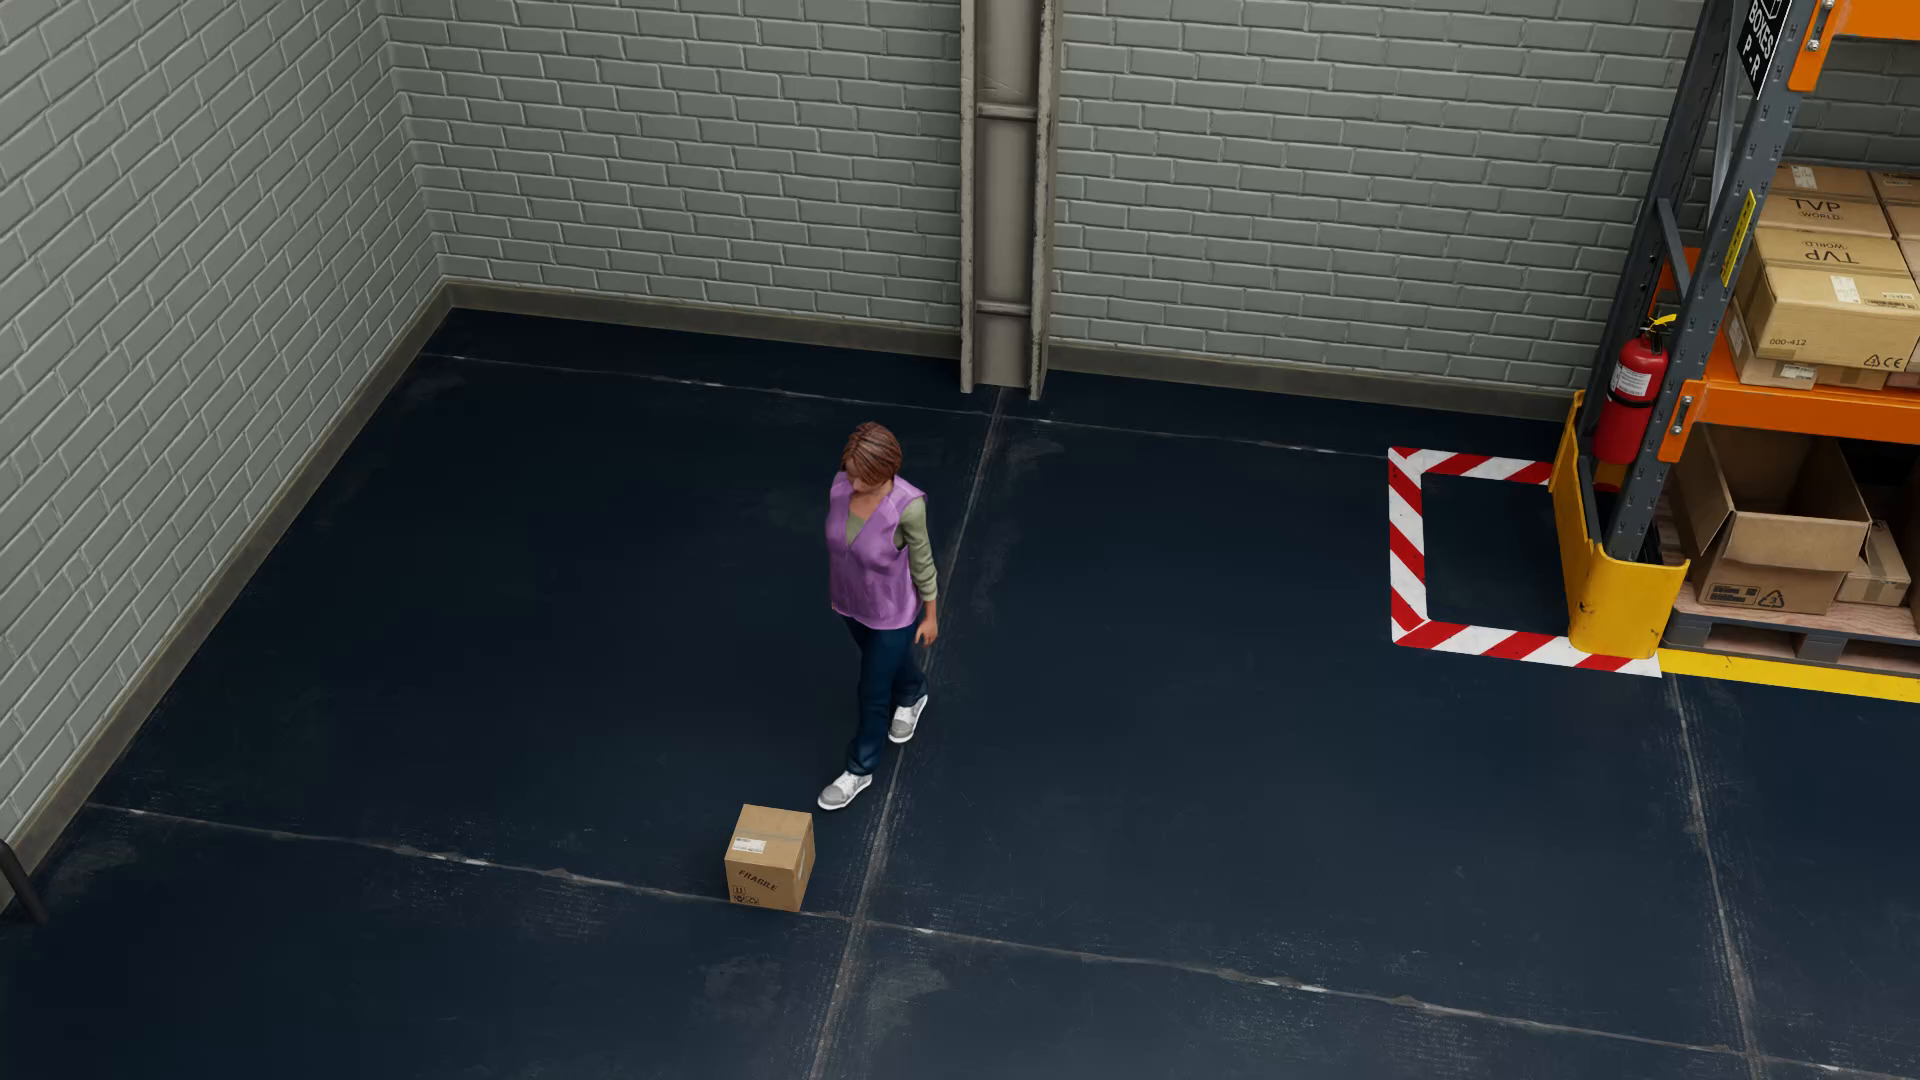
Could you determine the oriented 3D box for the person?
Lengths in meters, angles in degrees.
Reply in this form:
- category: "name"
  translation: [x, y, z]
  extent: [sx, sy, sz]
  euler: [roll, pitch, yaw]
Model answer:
- category: "person"
  translation: [-0.308, 0.247, 5.877]
  extent: [0.428, 1.585, 0.694]
  euler: [27, 48, 27]
